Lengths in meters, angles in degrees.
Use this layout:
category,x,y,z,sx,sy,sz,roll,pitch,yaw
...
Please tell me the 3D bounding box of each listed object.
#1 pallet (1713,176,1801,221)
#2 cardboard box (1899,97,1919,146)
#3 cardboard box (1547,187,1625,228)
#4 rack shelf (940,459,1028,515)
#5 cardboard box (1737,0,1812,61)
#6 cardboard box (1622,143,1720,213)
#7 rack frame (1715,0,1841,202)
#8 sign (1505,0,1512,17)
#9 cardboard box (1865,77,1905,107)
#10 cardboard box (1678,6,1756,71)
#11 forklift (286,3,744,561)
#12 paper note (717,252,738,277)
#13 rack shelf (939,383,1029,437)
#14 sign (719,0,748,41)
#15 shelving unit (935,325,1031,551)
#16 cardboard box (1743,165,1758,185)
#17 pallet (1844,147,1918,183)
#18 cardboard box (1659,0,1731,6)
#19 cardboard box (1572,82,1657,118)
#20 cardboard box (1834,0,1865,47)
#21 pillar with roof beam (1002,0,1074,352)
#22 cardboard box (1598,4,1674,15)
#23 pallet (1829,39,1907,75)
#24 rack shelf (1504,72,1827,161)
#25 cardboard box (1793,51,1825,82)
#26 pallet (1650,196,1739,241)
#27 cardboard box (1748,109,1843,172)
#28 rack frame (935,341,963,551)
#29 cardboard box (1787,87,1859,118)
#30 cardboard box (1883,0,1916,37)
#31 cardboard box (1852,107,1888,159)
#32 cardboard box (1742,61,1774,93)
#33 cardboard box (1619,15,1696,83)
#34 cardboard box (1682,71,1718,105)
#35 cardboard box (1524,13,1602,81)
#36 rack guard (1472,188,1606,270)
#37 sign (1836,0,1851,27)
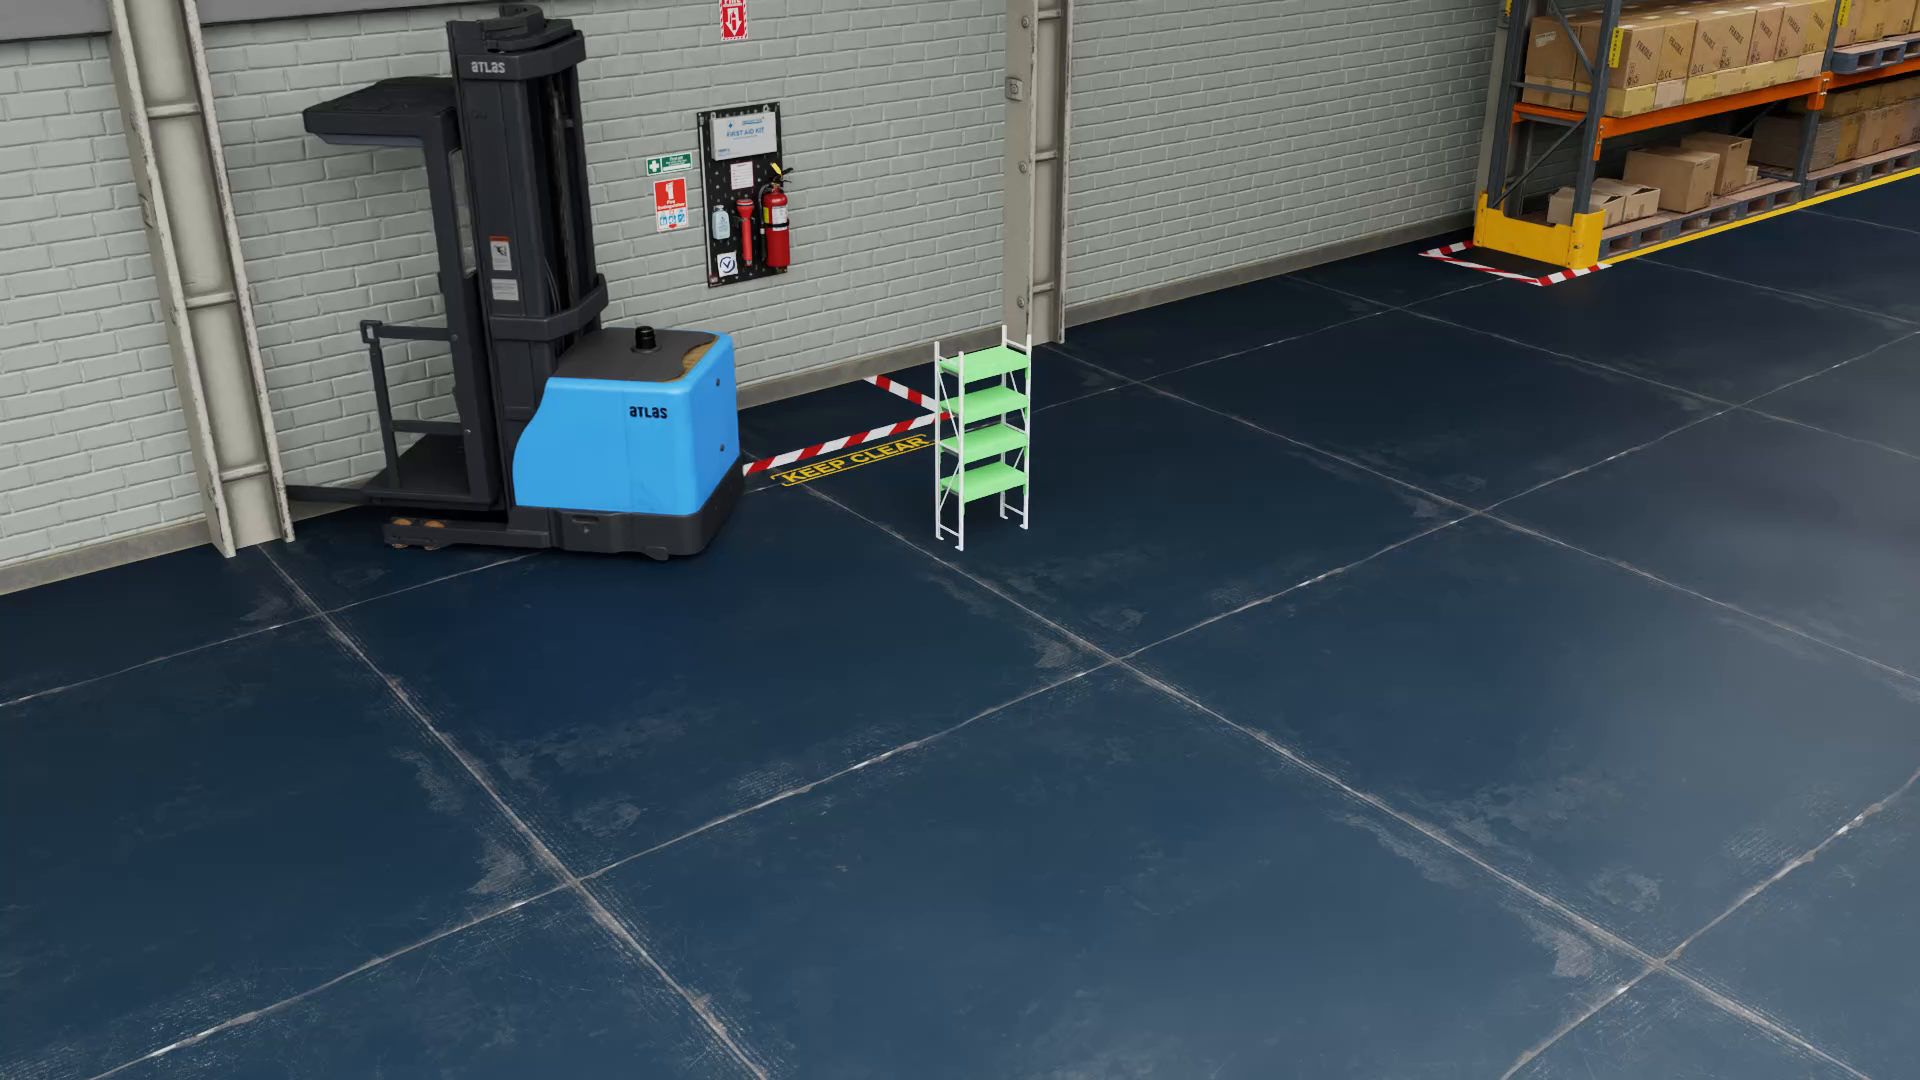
category,x,y,z,sx,sy,sz,roll,pitch,yaw
pallet,7.923,-3.596,17.249,1.213,0.211,1.003,-18,31,-34
cardboard box,10.566,-4.853,19.090,0.500,0.500,0.700,-18,31,-34
cardboard box,5.882,-3.138,15.620,0.500,0.311,0.500,-23,33,-40
rack shelf,0.130,-0.312,9.718,0.480,0.148,0.258,-18,31,-34
cardboard box,7.860,-4.972,16.163,0.500,0.500,0.500,-18,31,-34
cardboard box,6.939,-3.546,16.275,0.500,0.500,0.700,-21,32,-37
rack frame,8.430,-5.048,17.063,0.127,3.000,1.000,-18,31,-34
sign,4.956,-4.866,14.921,0.005,0.325,0.100,-18,31,-34
cardboard box,10.154,-5.026,18.571,0.500,0.250,0.500,-18,31,-34
cardboard box,7.048,-4.709,15.598,0.500,0.500,0.500,-17,30,-32
forklift,-2.890,-1.485,9.467,3.031,2.935,1.130,4,25,8
paper note,-1.572,-1.866,11.254,0.142,0.148,0.016,-18,31,-34
rack shelf,0.130,-0.747,9.516,0.480,0.148,0.258,-18,31,-34
sign,-1.458,-3.371,10.697,0.199,0.298,0.001,-18,31,-34
shelving unit,0.130,-0.587,9.590,0.503,1.200,0.258,-18,31,-34
cardboard box,8.028,-3.813,17.246,0.380,0.166,0.250,22,33,39
pallet,10.002,-4.304,18.773,1.213,0.211,1.003,-18,31,-34
cardboard box,7.126,-5.015,16.256,0.500,0.500,0.500,-17,30,-33
cardboard box,5.862,-3.971,14.898,0.500,0.250,0.500,-19,31,-35
cardboard box,8.852,-5.413,17.210,0.500,0.500,0.700,-18,30,-34
pillar with roof beam,3.234,-4.213,8.139,0.400,9.000,9.100,-18,31,-34
cardboard box,6.329,-4.746,15.676,0.500,0.500,0.500,-19,31,-35
pallet,9.121,-5.111,17.427,1.213,0.211,1.003,-18,31,-34
rack shelf,6.856,-4.202,16.095,4.000,0.370,1.077,-18,31,-34
cardboard box,8.244,-4.765,16.609,0.500,0.250,0.500,-18,30,-34
pallet,6.963,-3.278,16.562,1.213,0.211,1.003,-18,31,-34
cardboard box,8.999,-4.310,17.920,0.500,0.500,0.700,-17,30,-32
rack frame,-0.062,-0.524,9.453,0.015,1.200,0.240,-18,31,-34
cardboard box,9.343,-4.766,18.011,0.500,0.250,0.500,-19,31,-35
cardboard box,9.795,-5.738,17.908,0.500,0.500,0.700,-14,28,-27
cardboard box,9.801,-4.580,18.502,0.500,0.500,0.700,-18,30,-33
cardboard box,7.461,-4.503,16.043,0.500,0.250,0.500,-18,31,-34
cardboard box,6.239,-4.439,15.016,0.500,0.500,0.500,-18,30,-34
cardboard box,6.667,-4.241,15.479,0.500,0.250,0.500,-19,31,-35
cardboard box,5.522,-4.483,15.109,0.500,0.500,0.500,-19,31,-35
rack guard,5.342,-2.894,15.393,0.348,0.500,1.175,-18,31,-34
sign,8.771,-5.262,16.497,0.005,0.325,0.100,-18,31,-34
